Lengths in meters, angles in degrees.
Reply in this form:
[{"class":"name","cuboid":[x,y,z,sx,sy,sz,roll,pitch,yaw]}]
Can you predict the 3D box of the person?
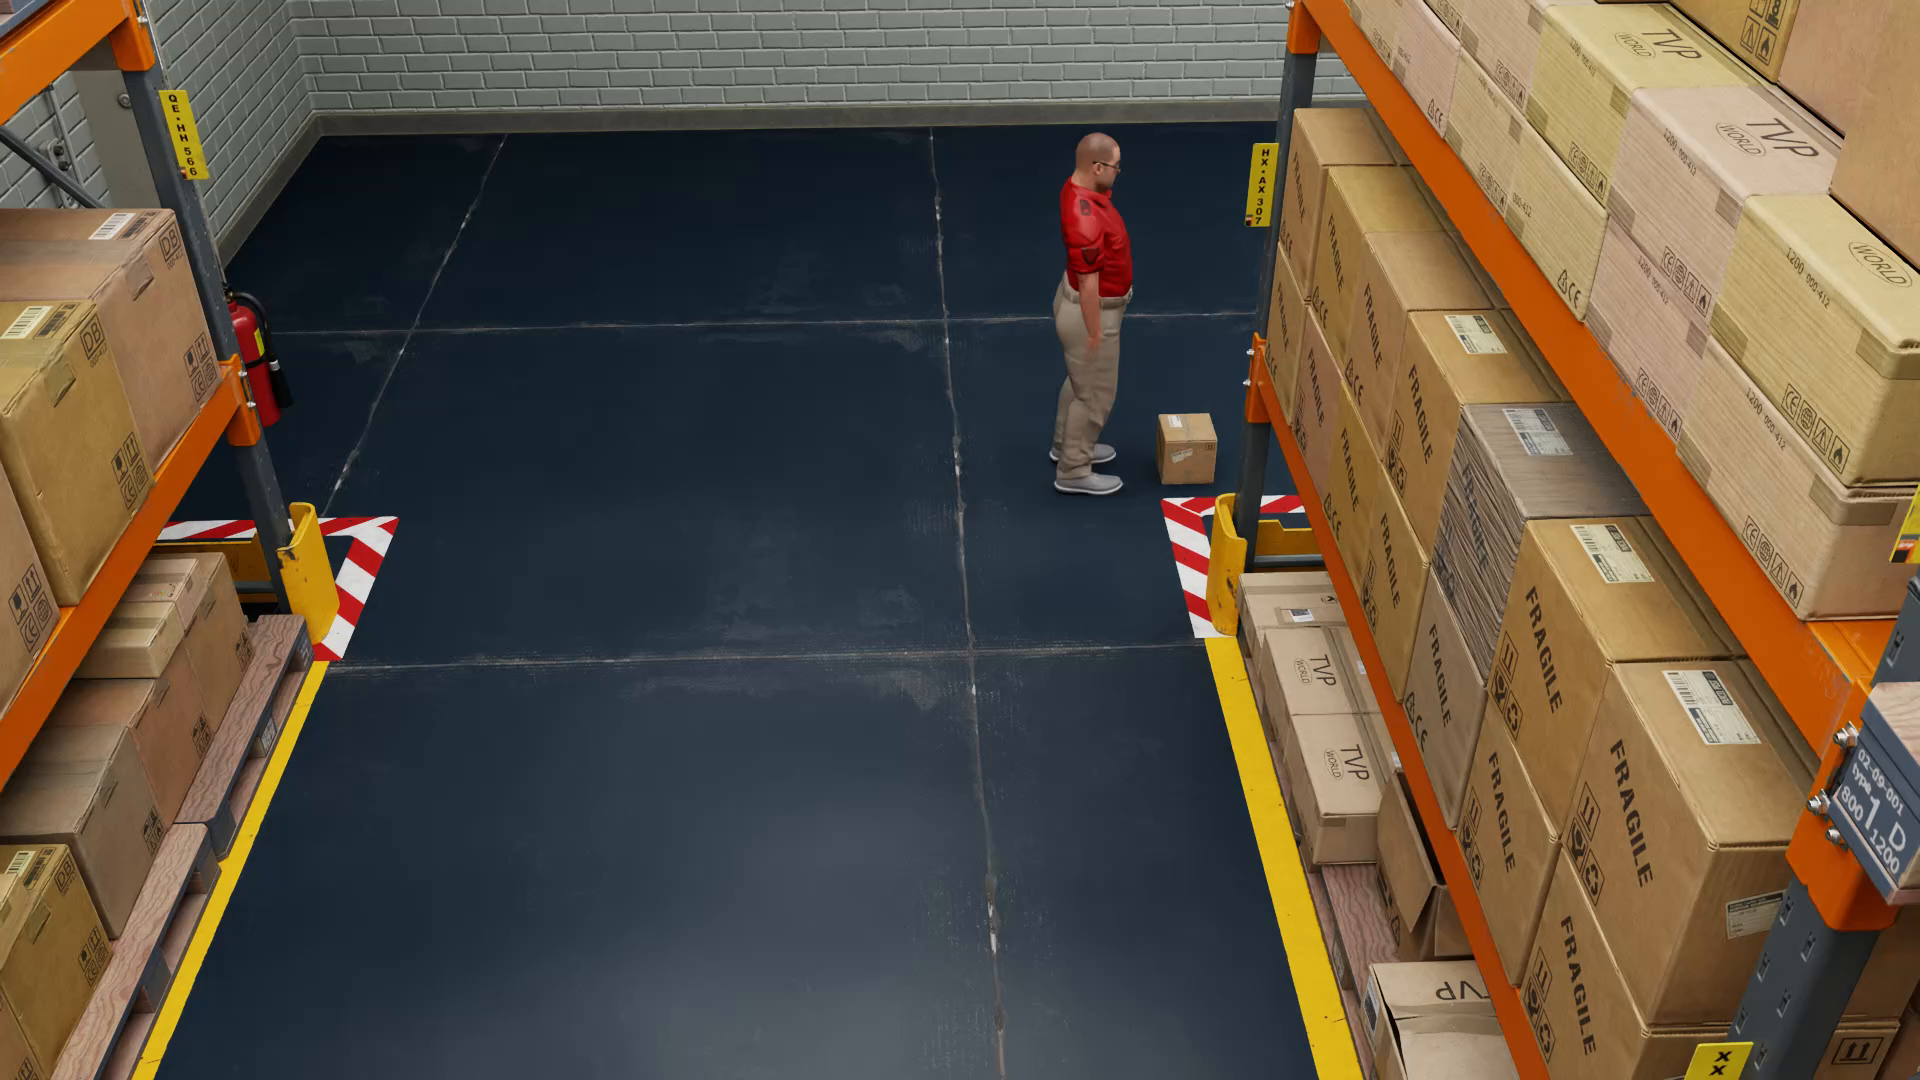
[{"class":"person","cuboid":[0.610,-1.043,7.658,0.359,1.721,0.529,-1,35,-1]}]
